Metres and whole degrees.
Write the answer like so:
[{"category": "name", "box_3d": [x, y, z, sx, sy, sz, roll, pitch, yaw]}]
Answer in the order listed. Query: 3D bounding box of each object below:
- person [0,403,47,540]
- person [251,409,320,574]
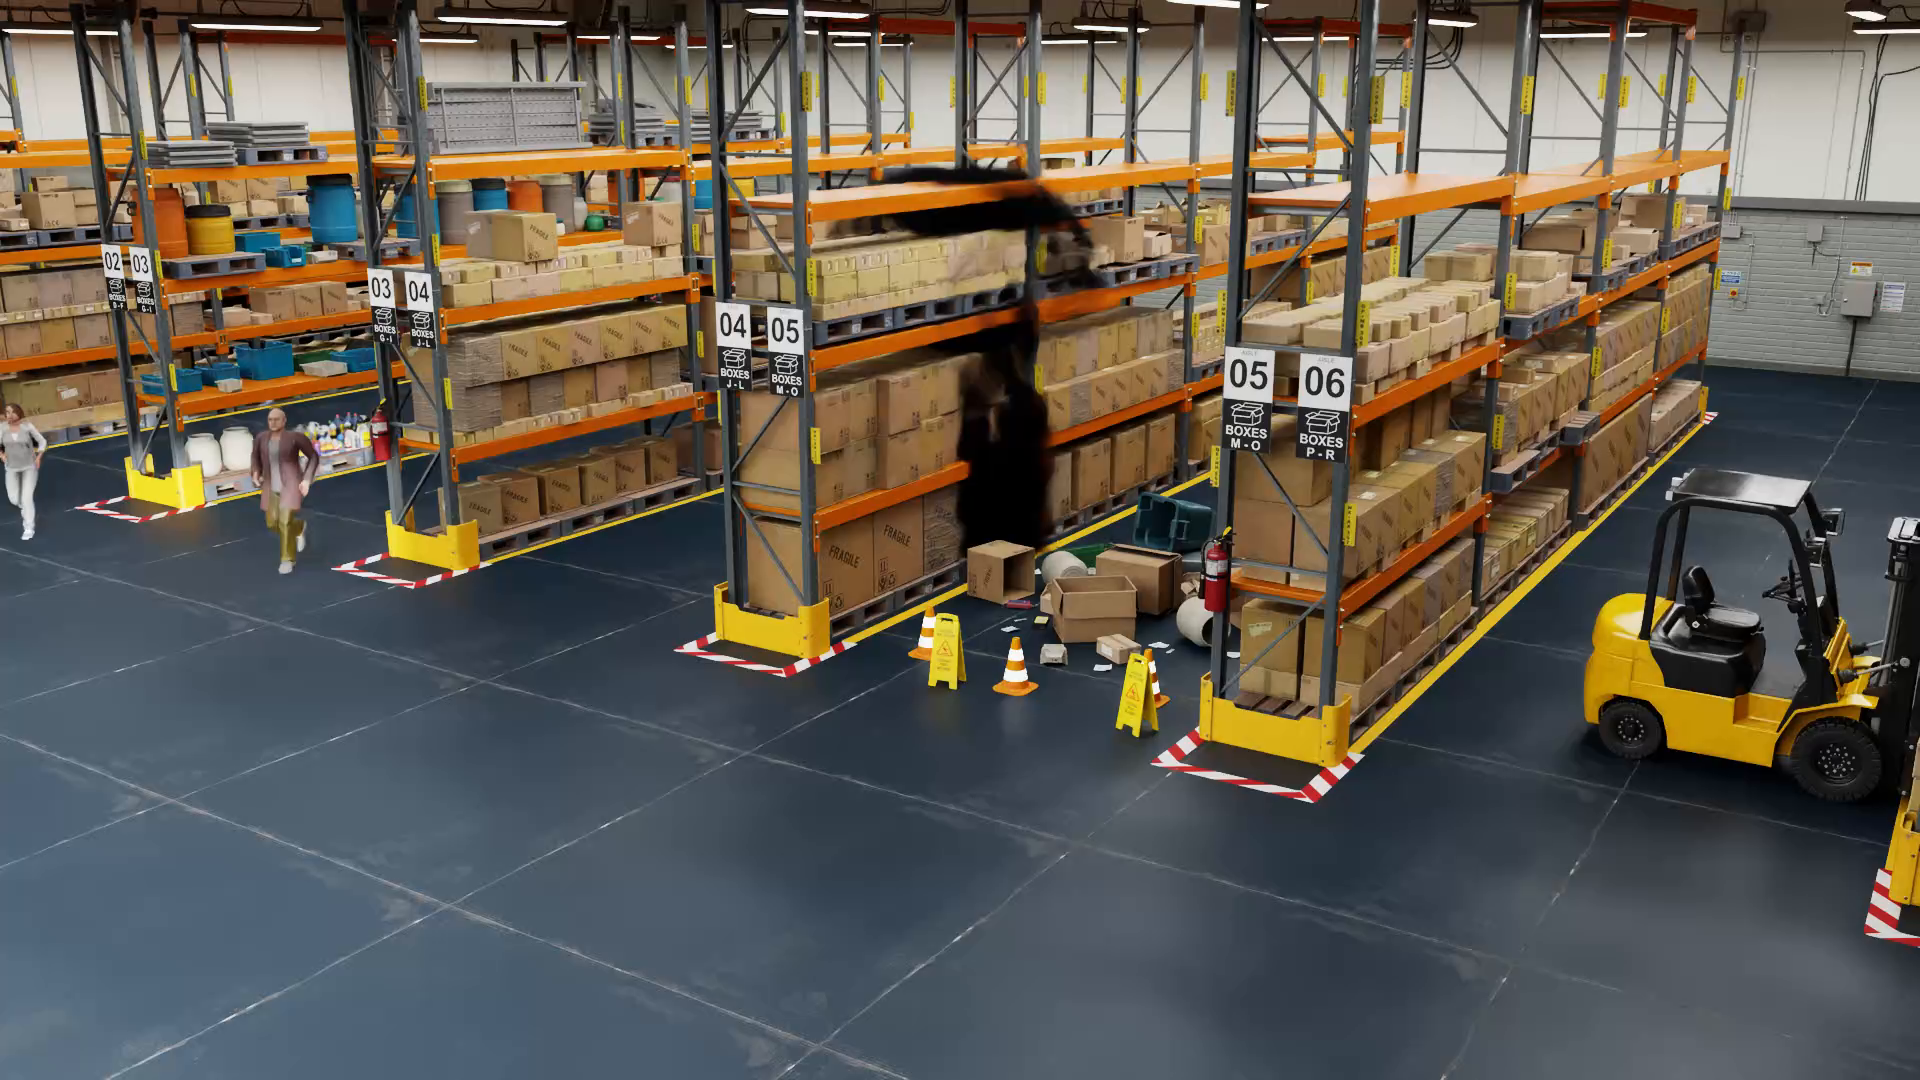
[{"category": "person", "box_3d": [-10.877, -0.826, 19.286, 0.557, 1.568, 0.669, -6, 17, -19]}, {"category": "person", "box_3d": [-7.328, -0.565, 18.055, 0.749, 1.759, 0.717, 2, 16, 7]}]
